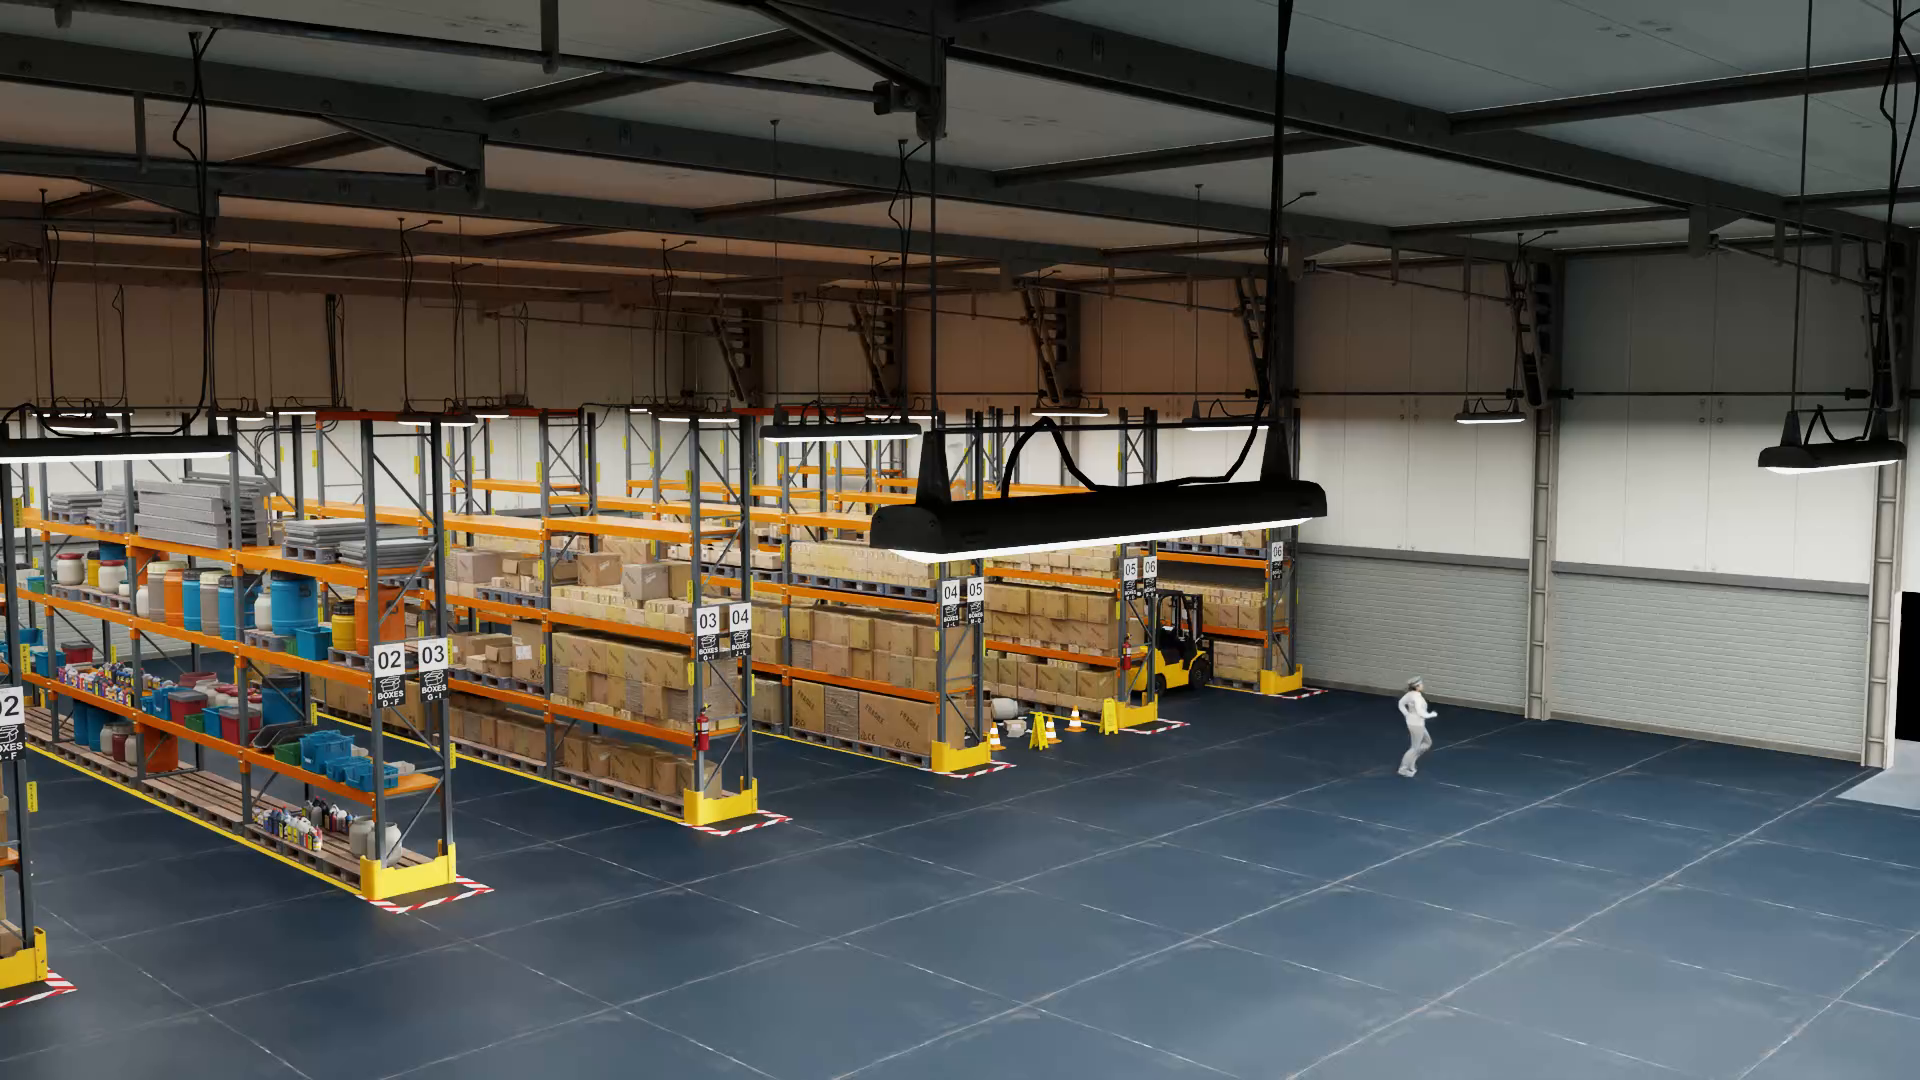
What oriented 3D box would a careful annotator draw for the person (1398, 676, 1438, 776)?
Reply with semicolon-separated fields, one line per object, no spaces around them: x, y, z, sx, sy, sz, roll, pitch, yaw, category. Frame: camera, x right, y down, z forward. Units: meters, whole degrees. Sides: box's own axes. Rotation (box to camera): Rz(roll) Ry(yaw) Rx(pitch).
7.552;3.055;27.430;0.632;1.661;0.587;0;5;3;person
